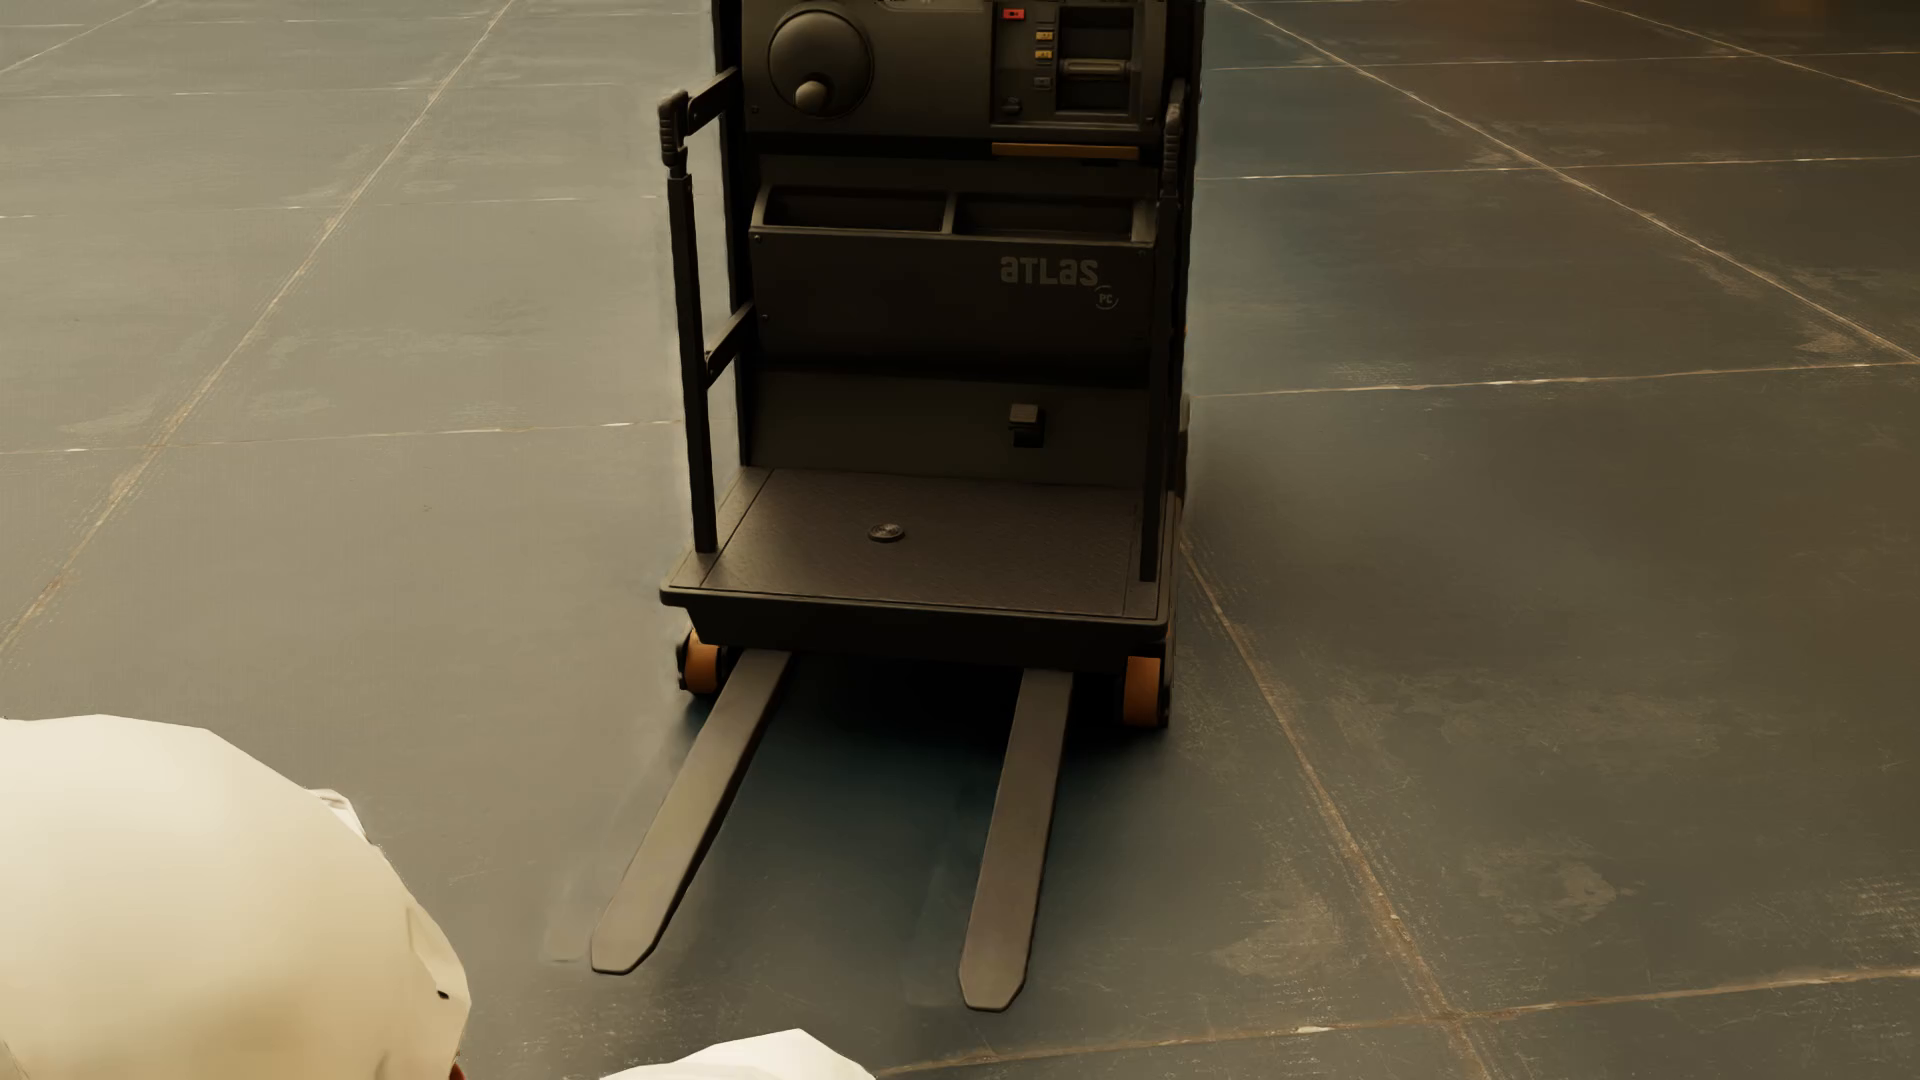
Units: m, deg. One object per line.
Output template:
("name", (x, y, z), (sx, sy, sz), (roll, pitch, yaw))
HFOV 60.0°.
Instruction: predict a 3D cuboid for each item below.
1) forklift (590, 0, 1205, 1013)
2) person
("forklift", (-0.044, -1.061, 3.431), (1.130, 2.935, 3.031), (4, 26, 7))
("person", (-0.262, 0.829, 0.877), (0.519, 1.748, 0.794), (1, 26, 1))
